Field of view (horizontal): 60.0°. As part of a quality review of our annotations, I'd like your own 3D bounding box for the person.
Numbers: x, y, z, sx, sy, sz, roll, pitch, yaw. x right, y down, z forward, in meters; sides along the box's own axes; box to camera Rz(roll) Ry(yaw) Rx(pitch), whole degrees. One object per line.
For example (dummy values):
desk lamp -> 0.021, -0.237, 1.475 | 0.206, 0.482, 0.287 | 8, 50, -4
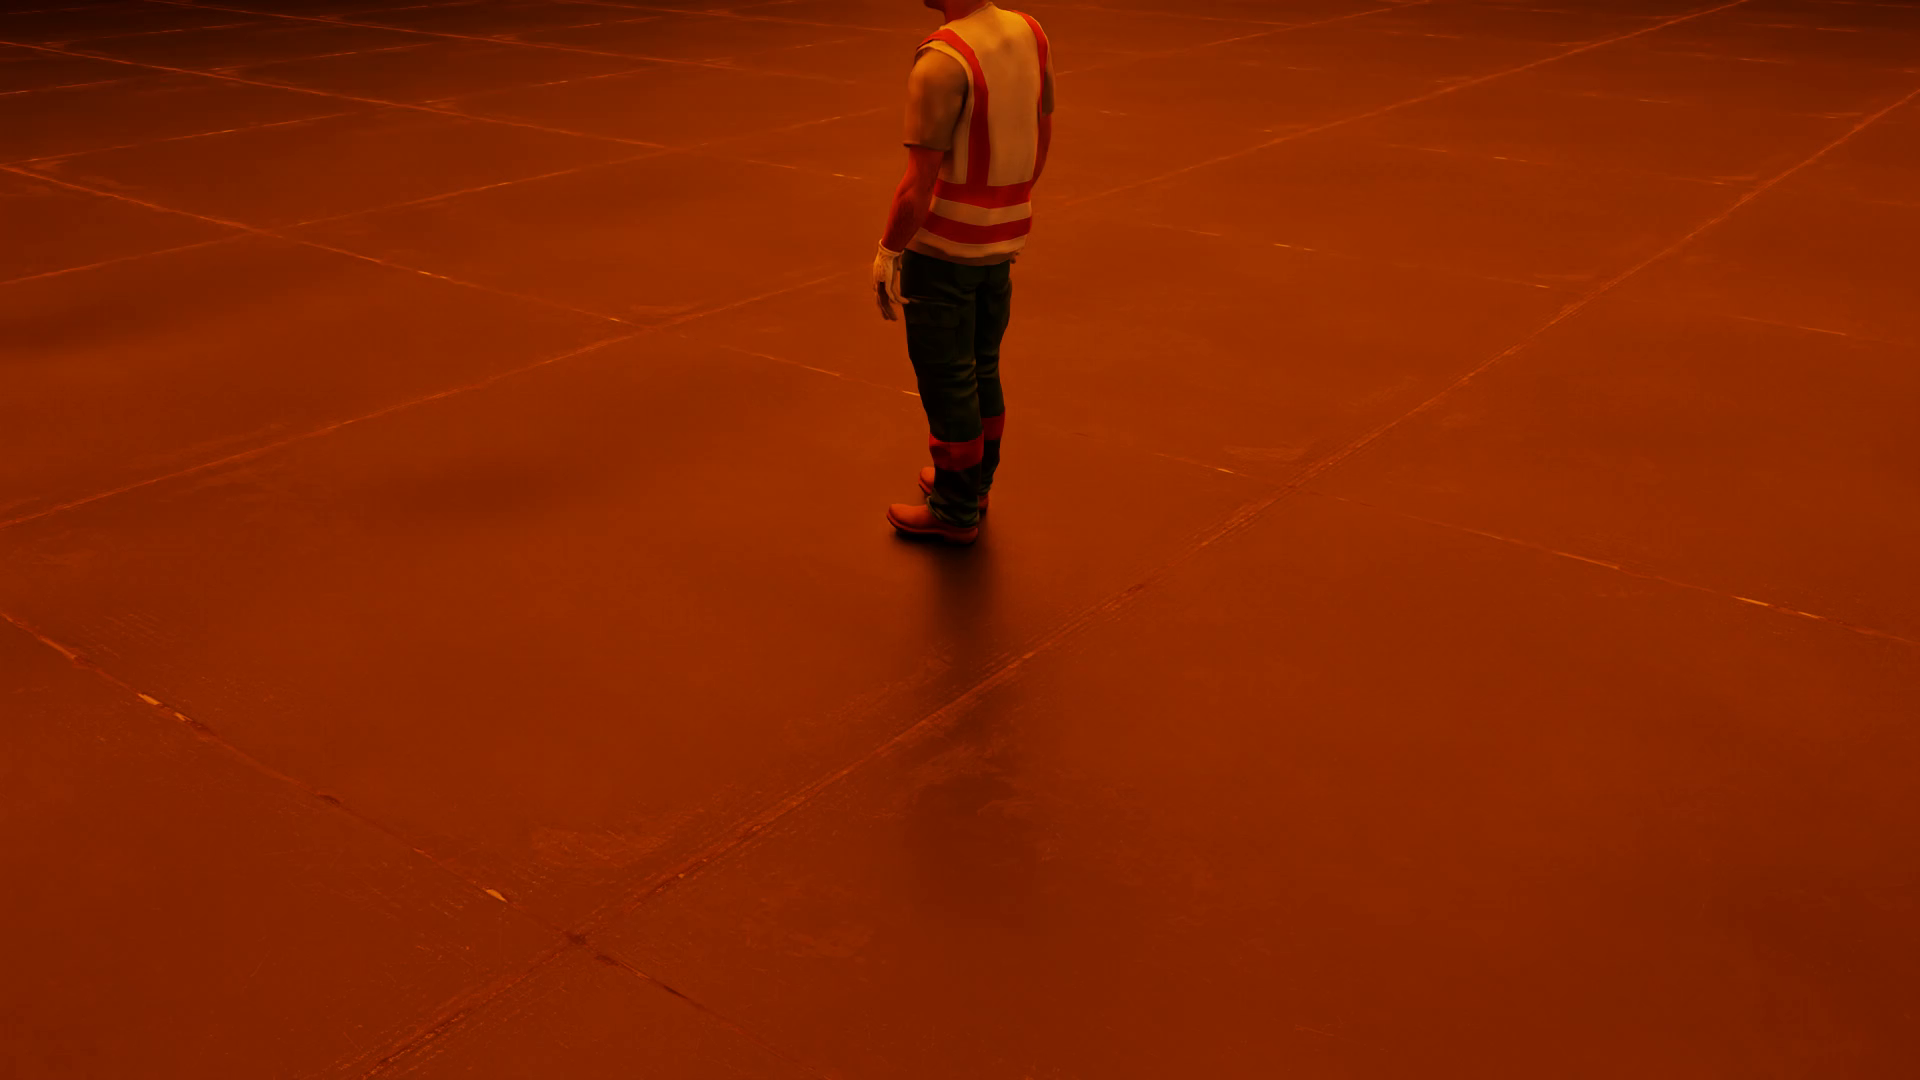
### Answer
person -> -0.056, -0.850, 4.708 | 0.564, 1.787, 0.638 | 17, 29, 34
